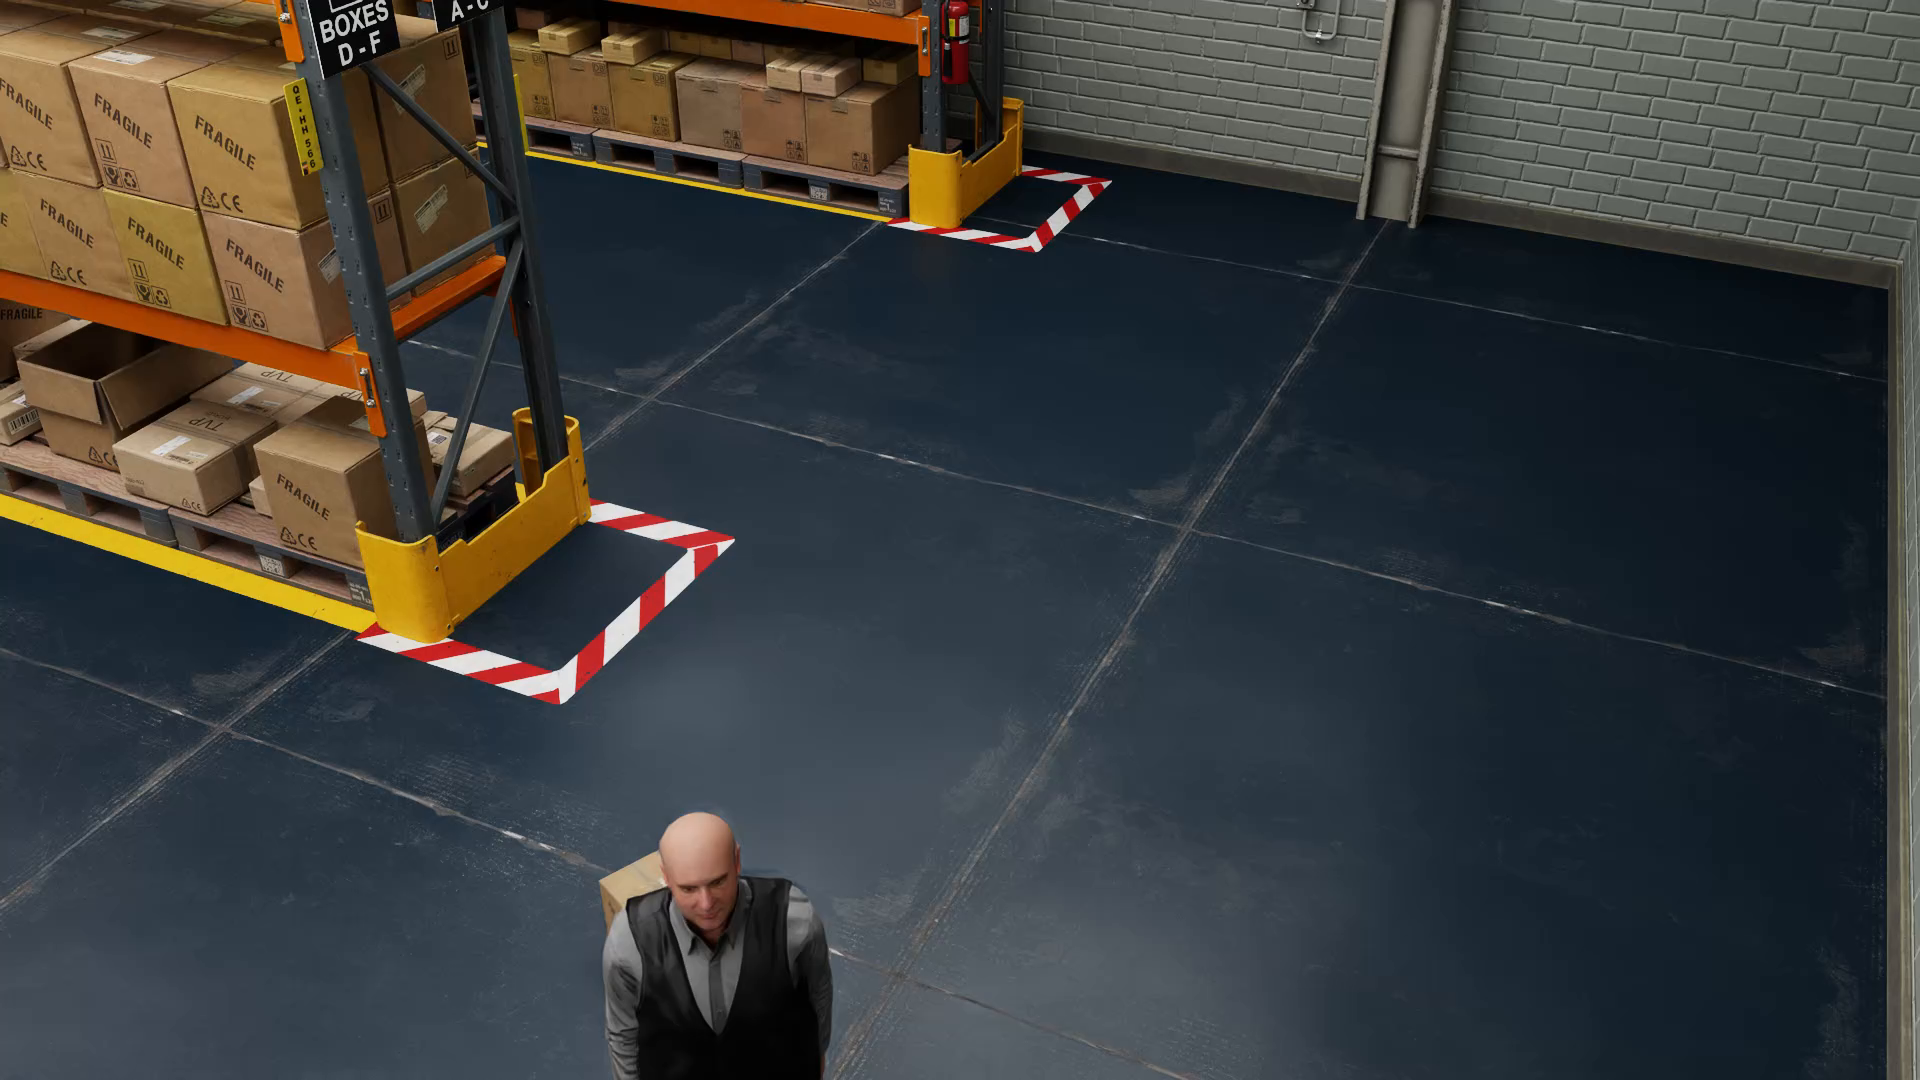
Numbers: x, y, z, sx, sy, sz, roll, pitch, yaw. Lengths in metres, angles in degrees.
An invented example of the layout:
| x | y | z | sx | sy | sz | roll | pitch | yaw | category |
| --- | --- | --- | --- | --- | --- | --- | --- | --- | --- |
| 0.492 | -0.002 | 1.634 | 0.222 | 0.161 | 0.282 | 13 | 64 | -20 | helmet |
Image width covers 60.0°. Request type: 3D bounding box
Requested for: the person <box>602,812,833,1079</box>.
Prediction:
| x | y | z | sx | sy | sz | roll | pitch | yaw | category |
| --- | --- | --- | --- | --- | --- | --- | --- | --- | --- |
| -0.563 | 1.398 | 4.074 | 0.539 | 1.782 | 0.498 | -3 | 34 | -5 | person |
